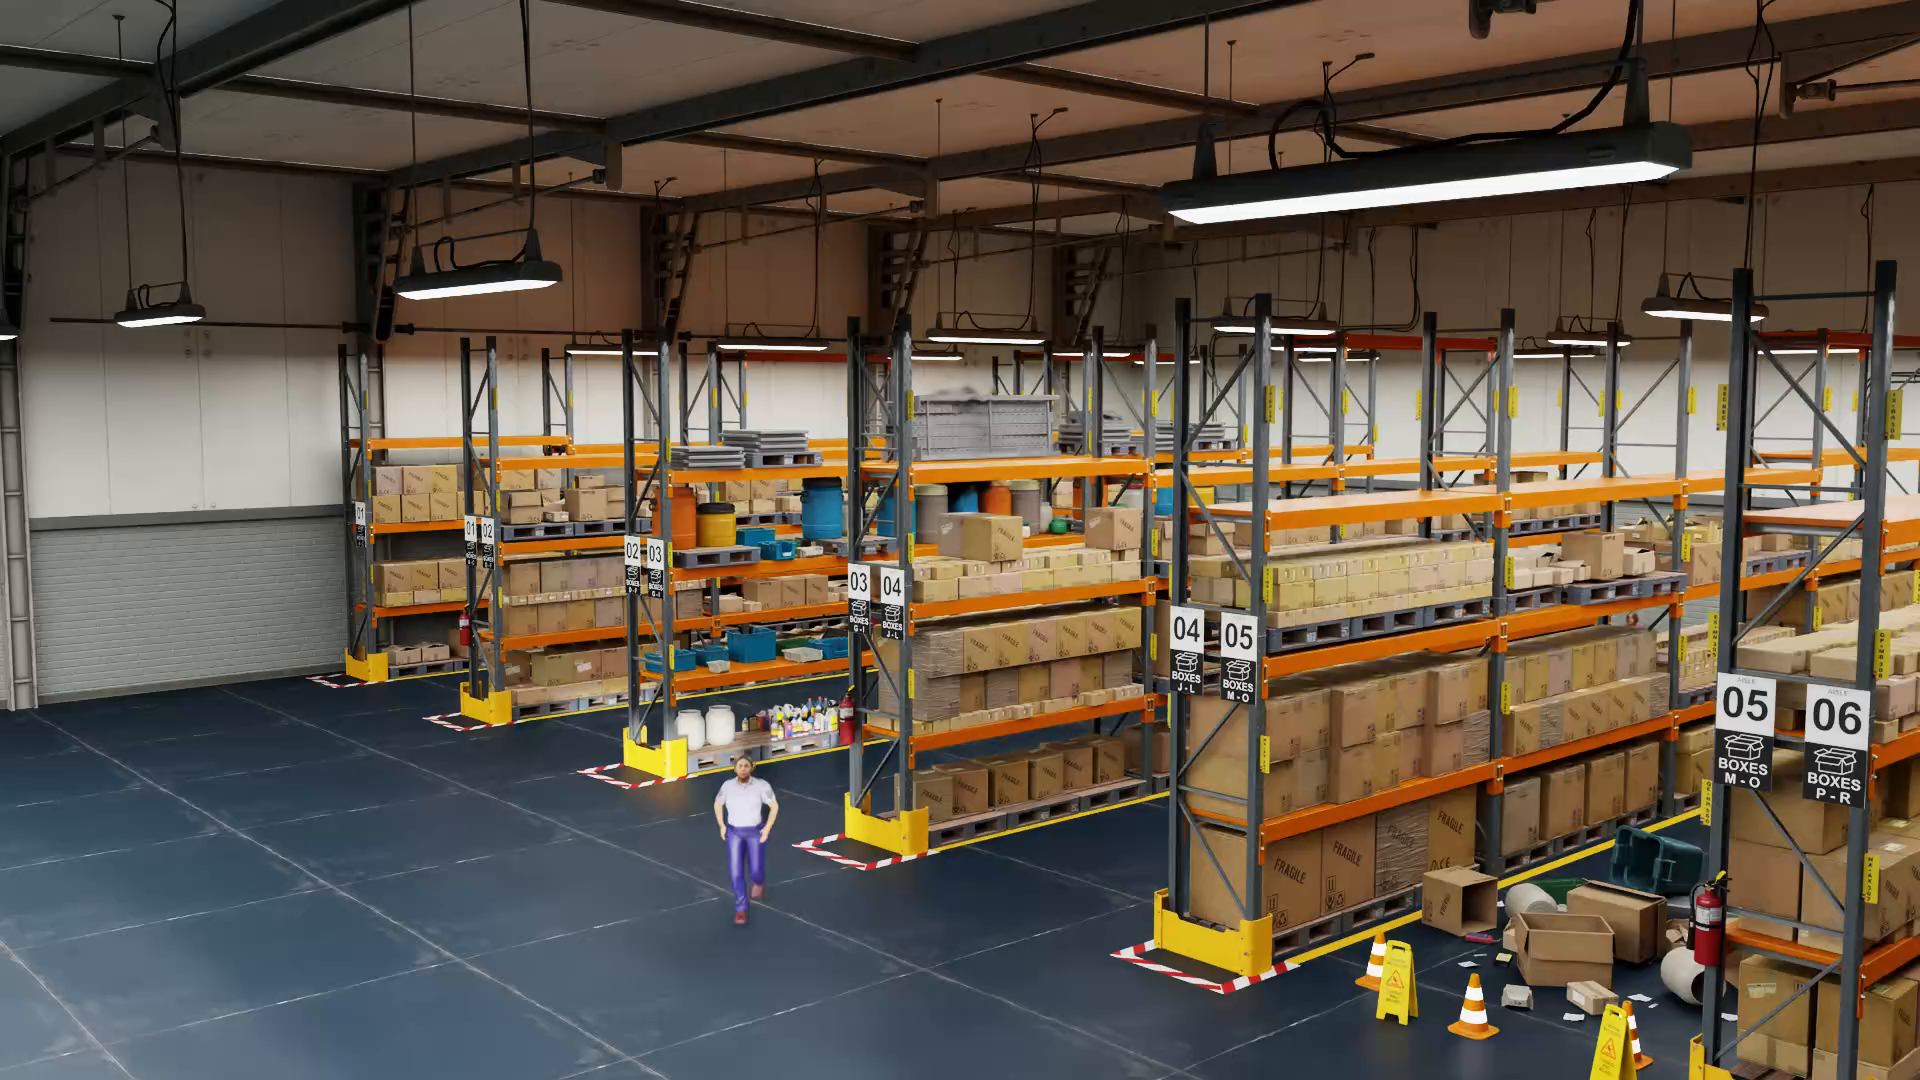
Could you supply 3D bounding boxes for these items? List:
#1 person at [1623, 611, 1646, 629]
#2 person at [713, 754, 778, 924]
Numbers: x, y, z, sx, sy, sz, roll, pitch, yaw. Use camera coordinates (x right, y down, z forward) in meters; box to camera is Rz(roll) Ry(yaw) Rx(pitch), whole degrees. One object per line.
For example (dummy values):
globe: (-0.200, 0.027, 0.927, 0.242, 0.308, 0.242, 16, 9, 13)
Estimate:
person: (10.989, 1.959, 27.145, 0.584, 1.563, 0.854, 4, 7, 38)
person: (-2.109, 2.909, 16.390, 0.638, 1.594, 0.698, 0, 5, -1)
